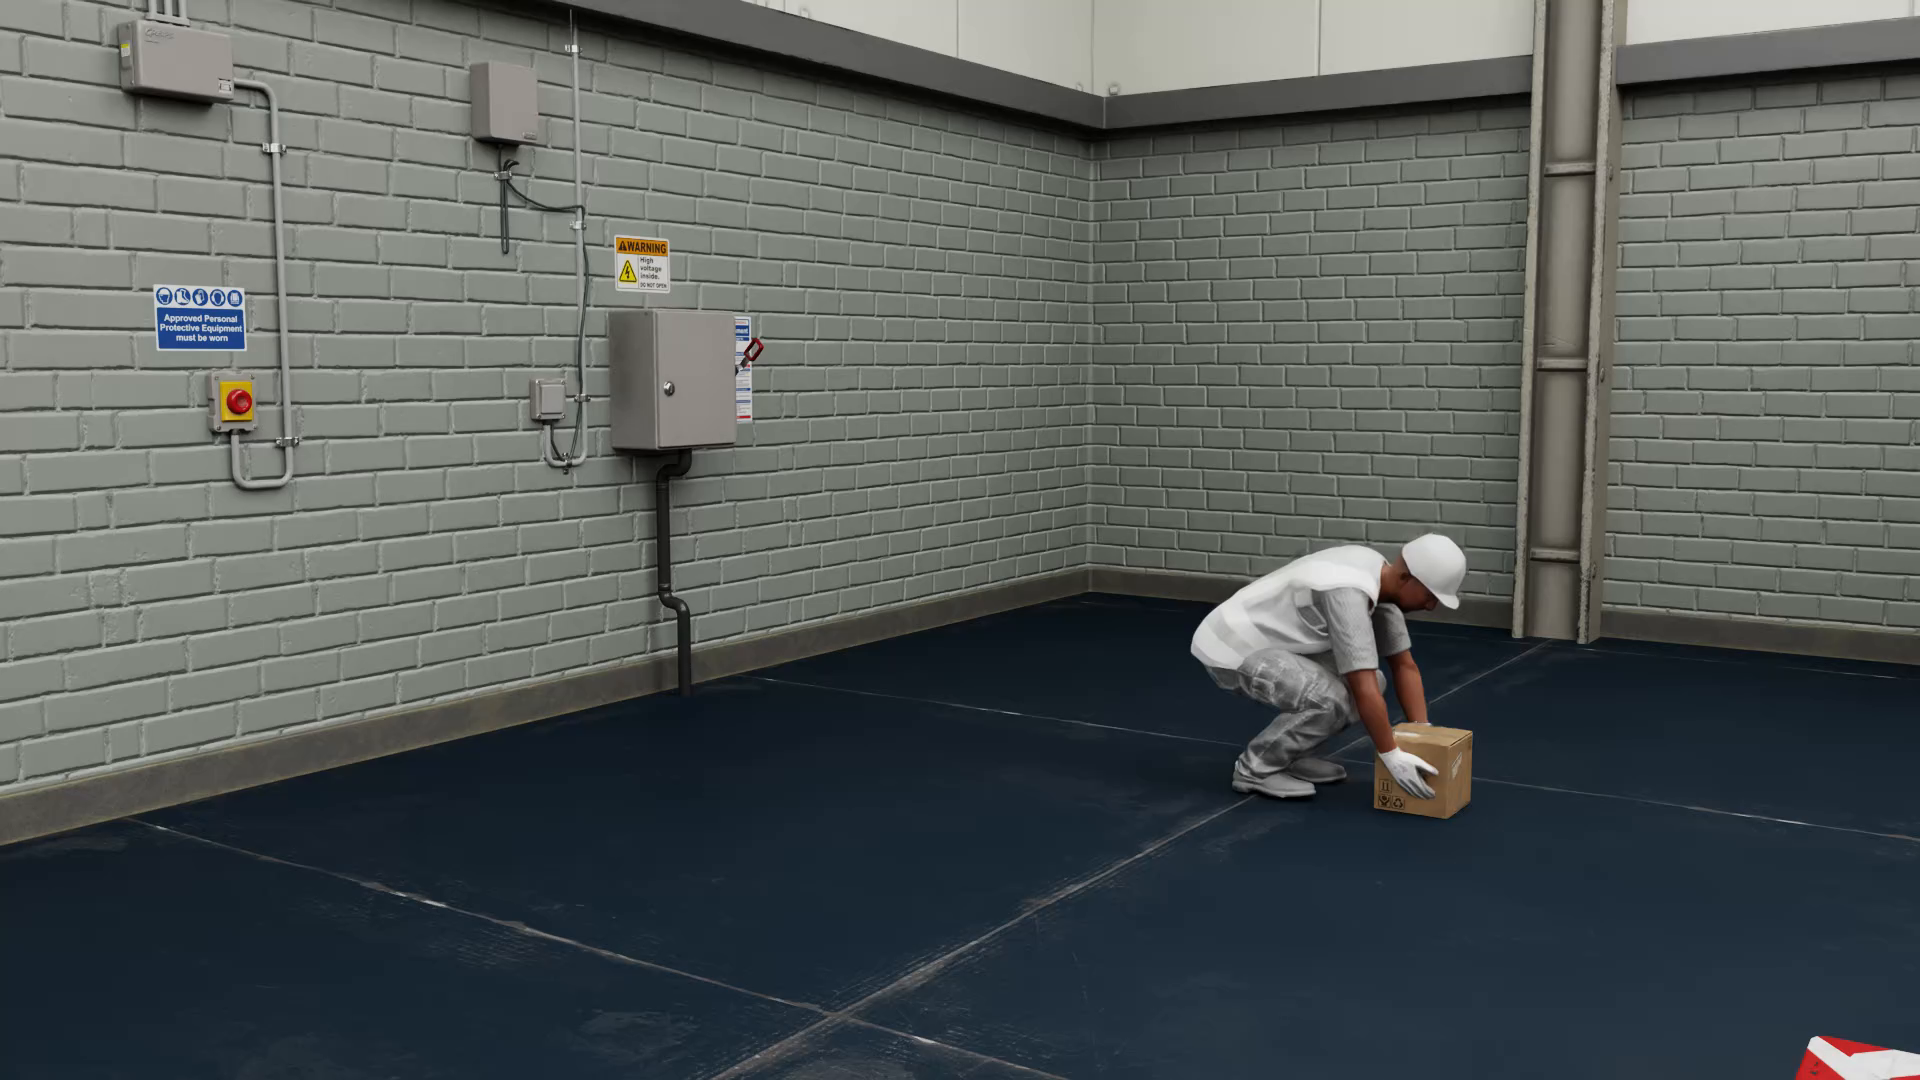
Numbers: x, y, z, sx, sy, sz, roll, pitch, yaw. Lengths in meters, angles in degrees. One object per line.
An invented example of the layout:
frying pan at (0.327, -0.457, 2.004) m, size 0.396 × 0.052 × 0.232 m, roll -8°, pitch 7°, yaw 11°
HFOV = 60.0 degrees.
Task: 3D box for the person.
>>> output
person at (1.278, 0.421, 5.776) m, size 0.911 × 0.921 × 0.576 m, roll 4°, pitch 7°, yaw 33°
